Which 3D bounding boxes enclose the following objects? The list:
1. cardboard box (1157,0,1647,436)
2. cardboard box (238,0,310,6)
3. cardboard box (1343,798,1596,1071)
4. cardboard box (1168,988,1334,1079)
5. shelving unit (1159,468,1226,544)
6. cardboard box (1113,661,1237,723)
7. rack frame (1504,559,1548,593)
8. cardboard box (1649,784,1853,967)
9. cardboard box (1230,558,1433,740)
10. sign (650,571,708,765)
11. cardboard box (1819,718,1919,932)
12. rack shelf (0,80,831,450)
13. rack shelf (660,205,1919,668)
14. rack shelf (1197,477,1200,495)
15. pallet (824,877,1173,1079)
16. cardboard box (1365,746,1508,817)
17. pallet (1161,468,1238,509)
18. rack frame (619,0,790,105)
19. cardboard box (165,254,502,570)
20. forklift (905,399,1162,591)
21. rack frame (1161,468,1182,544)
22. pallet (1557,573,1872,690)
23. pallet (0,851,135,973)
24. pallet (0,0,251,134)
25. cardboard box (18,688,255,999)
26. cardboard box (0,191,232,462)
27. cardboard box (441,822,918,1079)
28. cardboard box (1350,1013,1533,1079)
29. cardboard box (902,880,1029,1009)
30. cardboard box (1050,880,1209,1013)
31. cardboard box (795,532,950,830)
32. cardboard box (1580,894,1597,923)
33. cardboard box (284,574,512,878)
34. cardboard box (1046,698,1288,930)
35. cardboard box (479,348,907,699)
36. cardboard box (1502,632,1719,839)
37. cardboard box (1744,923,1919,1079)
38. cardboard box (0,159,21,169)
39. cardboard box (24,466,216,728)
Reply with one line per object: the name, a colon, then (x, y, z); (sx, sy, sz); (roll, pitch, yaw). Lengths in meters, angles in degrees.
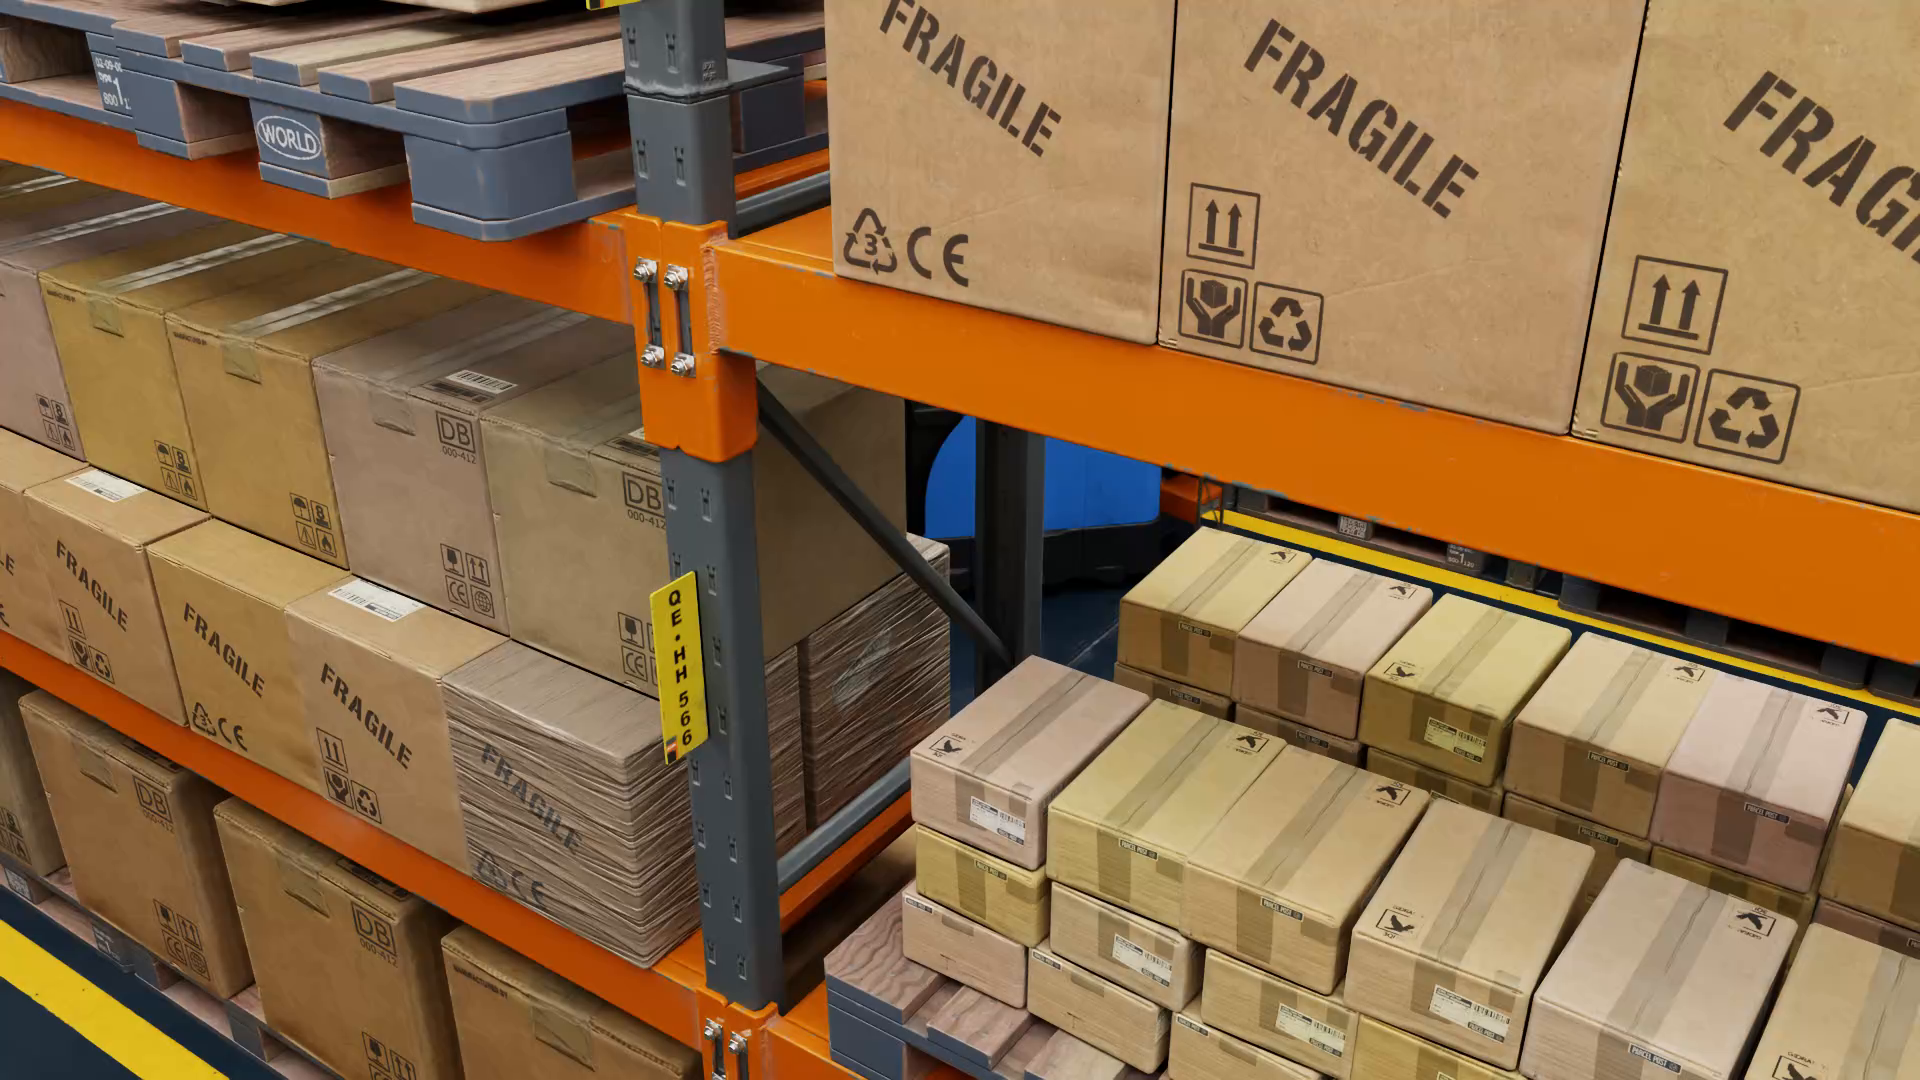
cardboard box: (0.586, -0.488, 1.984); (0.500, 0.500, 0.500); (17, 32, 30)
cardboard box: (-1.182, -1.163, 2.947); (0.500, 0.311, 0.500); (17, 32, 30)
cardboard box: (0.761, 0.573, 2.474); (0.250, 0.149, 0.380); (16, 31, 28)
cardboard box: (0.548, 0.775, 2.734); (0.250, 0.149, 0.380); (19, 33, 33)
shelving unit: (1.030, -0.395, 7.368); (0.252, 1.050, 0.215); (24, 36, 39)
cardboard box: (0.515, 0.271, 3.397); (0.250, 0.149, 0.380); (18, 32, 31)
rack frame: (2.741, -1.307, 7.010); (0.127, 3.000, 1.000); (17, 32, 30)
cardboard box: (1.364, 0.534, 2.879); (0.250, 0.149, 0.380); (17, 32, 30)
cardboard box: (0.719, 0.201, 3.206); (0.250, 0.149, 0.380); (17, 31, 30)
sign: (-0.462, 0.214, 2.746); (0.005, 0.325, 0.100); (17, 32, 30)
cardboard box: (1.578, 0.469, 2.680); (0.250, 0.149, 0.380); (19, 33, 33)
rack shelf: (-1.799, -1.008, 3.910); (4.000, 0.370, 1.077); (17, 32, 30)
rack shelf: (1.498, 0.019, 1.891); (4.000, 0.370, 1.077); (17, 32, 30)
rack shelf: (1.030, -0.385, 7.373); (0.240, 0.259, 0.215); (24, 36, 39)
pallet: (0.497, 0.750, 3.180); (1.003, 0.211, 1.213); (17, 32, 30)
cardboard box: (0.954, 0.405, 3.133); (0.250, 0.149, 0.380); (18, 32, 31)
pallet: (1.096, -0.579, 8.654); (1.213, 0.211, 1.003); (17, 32, 30)
rack frame: (-0.150, -2.152, 2.057); (0.127, 3.000, 1.000); (17, 32, 30)
cardboard box: (-1.357, -0.348, 3.914); (0.500, 0.500, 0.700); (17, 31, 30)
forklift: (-0.679, -1.226, 6.927); (3.031, 2.935, 1.130); (-4, 27, -9)
rack frame: (0.943, -0.433, 7.444); (0.008, 1.050, 0.200); (24, 36, 39)
pallet: (3.348, 0.167, 7.190); (1.213, 0.211, 1.003); (17, 32, 30)
pallet: (-2.769, 0.907, 5.734); (1.213, 0.211, 1.003); (17, 32, 30)
pallet: (-1.635, -1.163, 3.628); (1.213, 0.211, 1.003); (19, 33, 33)
cardboard box: (-2.092, 0.685, 5.114); (0.750, 0.750, 1.050); (17, 32, 30)
cardboard box: (-2.194, -0.609, 4.427); (0.500, 0.500, 0.700); (18, 32, 31)
cardboard box: (-0.601, 1.147, 4.206); (0.750, 0.750, 1.050); (17, 31, 30)
cardboard box: (0.789, 0.714, 2.526); (0.250, 0.149, 0.380); (17, 32, 31)
cardboard box: (0.104, 0.637, 3.005); (0.250, 0.149, 0.380); (17, 31, 30)
cardboard box: (0.359, 0.582, 2.785); (0.250, 0.149, 0.380); (19, 33, 33)
cardboard box: (-0.368, 0.261, 3.820); (0.500, 0.500, 0.500); (18, 32, 31)
cardboard box: (1.136, 0.597, 3.084); (0.250, 0.149, 0.380); (17, 31, 30)
cardboard box: (-1.084, 0.333, 3.678); (0.500, 0.500, 0.500); (17, 32, 30)
cardboard box: (0.344, 0.440, 2.735); (0.250, 0.149, 0.380); (16, 31, 29)
cardboard box: (-0.515, -0.087, 3.402); (0.500, 0.500, 0.700); (17, 32, 30)
cardboard box: (1.157, 0.336, 2.941); (0.250, 0.149, 0.380); (18, 32, 32)
cardboard box: (1.205, 0.709, 2.207); (0.250, 0.149, 0.380); (18, 32, 32)
cardboard box: (-3.035, -0.870, 4.940); (0.500, 0.500, 0.700); (17, 31, 29)
cardboard box: (-1.921, 0.075, 4.186); (0.500, 0.500, 0.500); (18, 32, 31)
